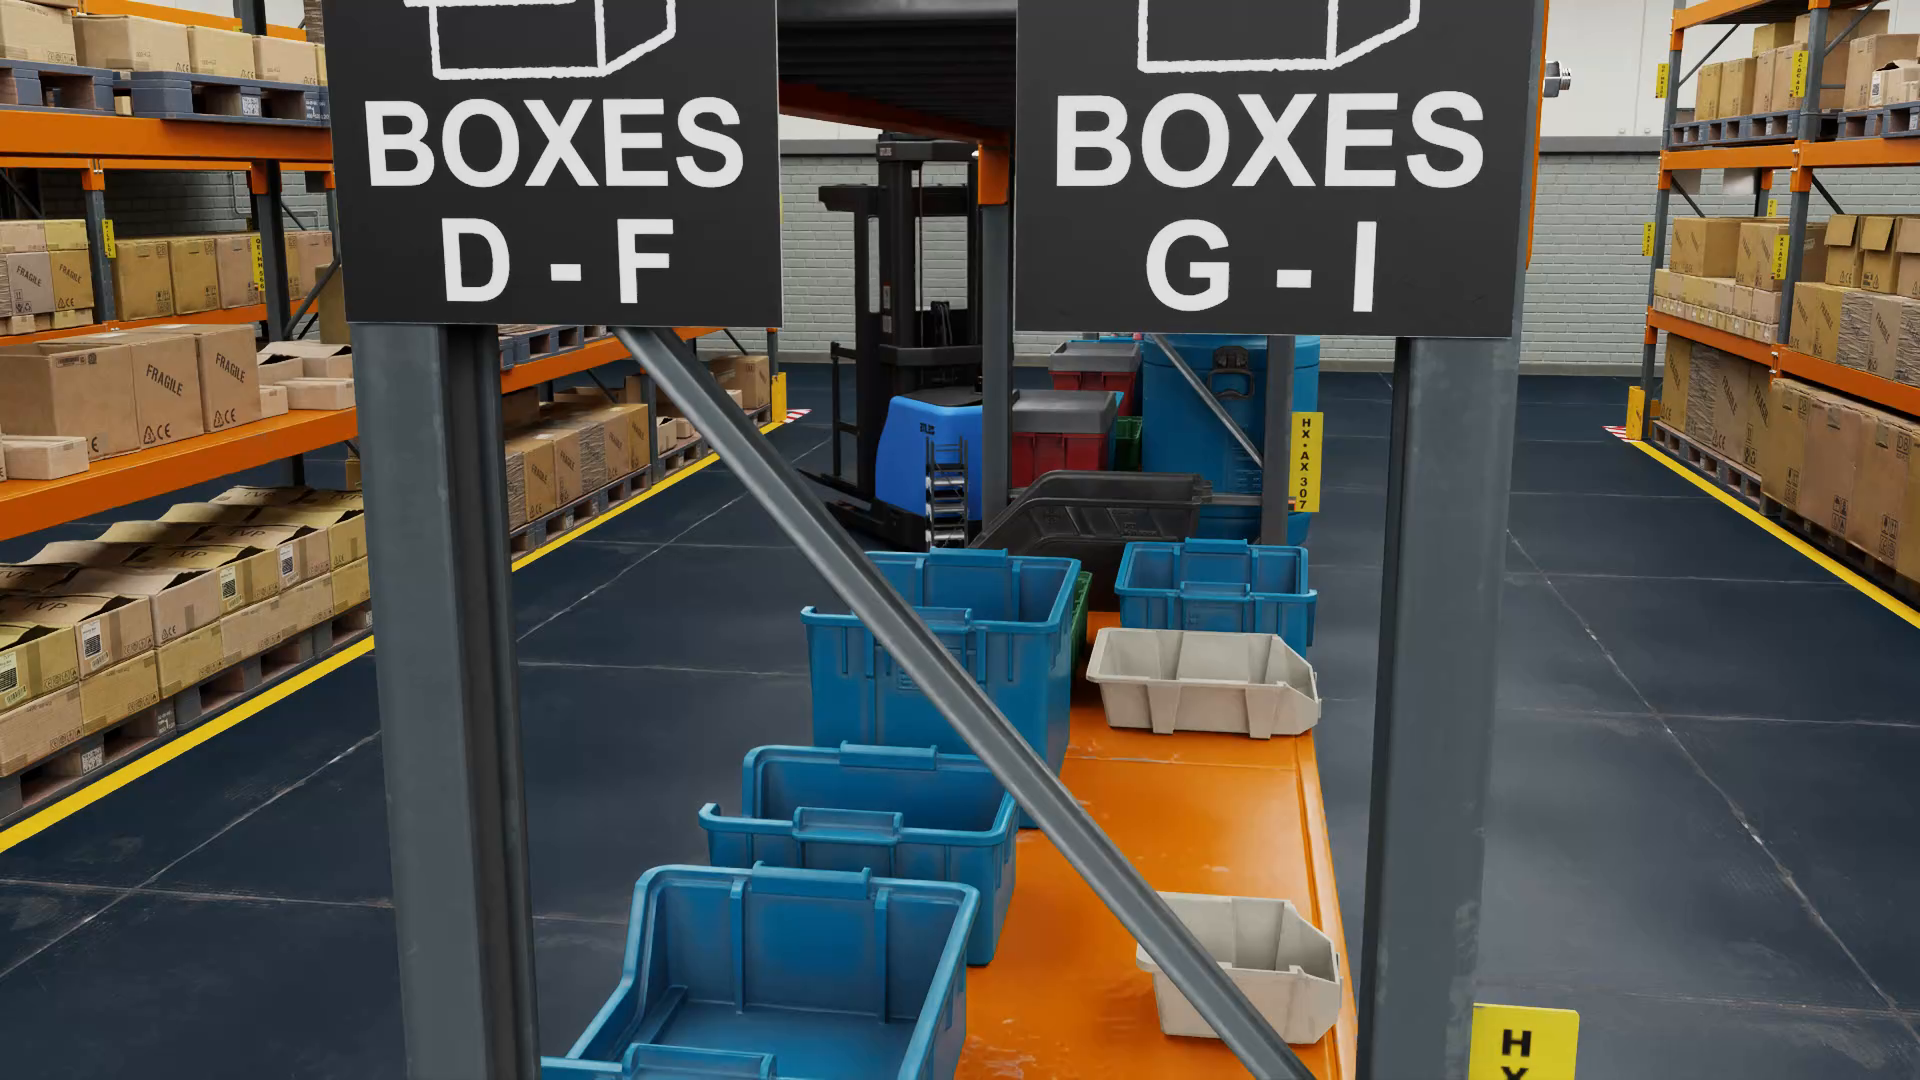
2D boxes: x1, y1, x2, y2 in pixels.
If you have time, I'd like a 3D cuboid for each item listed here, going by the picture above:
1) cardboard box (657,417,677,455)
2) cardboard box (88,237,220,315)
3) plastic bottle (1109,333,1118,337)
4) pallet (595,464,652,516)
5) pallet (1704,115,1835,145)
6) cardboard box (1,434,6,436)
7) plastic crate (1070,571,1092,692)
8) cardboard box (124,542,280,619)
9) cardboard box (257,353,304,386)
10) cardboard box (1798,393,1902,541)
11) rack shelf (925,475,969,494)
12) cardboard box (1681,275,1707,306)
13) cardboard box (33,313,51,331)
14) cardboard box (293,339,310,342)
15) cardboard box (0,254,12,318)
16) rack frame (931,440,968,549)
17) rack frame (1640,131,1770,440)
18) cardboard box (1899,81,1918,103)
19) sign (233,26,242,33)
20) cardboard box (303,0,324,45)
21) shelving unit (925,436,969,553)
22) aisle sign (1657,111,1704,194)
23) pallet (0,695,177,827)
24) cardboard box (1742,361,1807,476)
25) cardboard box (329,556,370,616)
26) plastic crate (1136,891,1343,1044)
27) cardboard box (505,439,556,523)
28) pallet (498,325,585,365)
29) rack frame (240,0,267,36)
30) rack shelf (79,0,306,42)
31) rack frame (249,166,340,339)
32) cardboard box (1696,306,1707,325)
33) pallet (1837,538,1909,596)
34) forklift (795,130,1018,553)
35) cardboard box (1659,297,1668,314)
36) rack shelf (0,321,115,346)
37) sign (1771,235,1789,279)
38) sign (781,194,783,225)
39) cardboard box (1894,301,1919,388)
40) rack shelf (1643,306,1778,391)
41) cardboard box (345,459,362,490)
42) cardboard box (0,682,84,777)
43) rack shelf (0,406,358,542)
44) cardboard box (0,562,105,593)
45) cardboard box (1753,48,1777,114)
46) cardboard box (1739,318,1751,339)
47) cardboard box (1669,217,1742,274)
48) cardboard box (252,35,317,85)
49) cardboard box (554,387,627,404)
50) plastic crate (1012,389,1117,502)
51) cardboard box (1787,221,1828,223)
[{"bbox_3d":[-2.809,-0.944,14.594,0.500,0.311,0.500,2,12,9],"label":"cardboard box"},{"bbox_3d":[-7.765,-2.534,15.919,0.980,0.700,0.700,2,12,7],"label":"cardboard box"},{"bbox_3d":[1.008,-1.248,10.943,0.061,0.283,0.133,2,12,9],"label":"plastic bottle"},{"bbox_3d":[-3.175,-0.430,13.486,1.003,0.211,1.213,2,12,9],"label":"pallet"},{"bbox_3d":[7.027,-3.488,14.148,1.003,0.211,1.213,2,12,9],"label":"pallet"},{"bbox_3d":[-4.364,-0.421,7.148,0.396,0.266,0.258,2,12,7],"label":"cardboard box"},{"bbox_3d":[0.089,0.240,4.262,0.450,0.188,0.662,2,12,9],"label":"plastic crate"},{"bbox_3d":[-3.772,0.169,8.290,0.500,0.311,0.500,2,12,10],"label":"cardboard box"},{"bbox_3d":[-4.031,-0.907,9.295,0.500,0.311,0.500,2,12,8],"label":"cardboard box"},{"bbox_3d":[6.486,-0.488,11.186,1.225,0.875,0.875,1,12,7],"label":"cardboard box"},{"bbox_3d":[-0.085,-0.362,10.842,0.258,0.077,0.200,-2,12,-9],"label":"rack shelf"},{"bbox_3d":[6.821,-2.242,14.928,0.500,0.250,0.500,1,12,7],"label":"cardboard box"},{"bbox_3d":[-7.854,-1.825,13.890,0.380,0.149,0.250,2,12,10],"label":"cardboard box"},{"bbox_3d":[-7.216,-2.075,17.897,0.380,0.149,0.250,2,12,8],"label":"cardboard box"},{"bbox_3d":[-7.959,-2.012,13.219,0.500,0.500,0.500,2,12,9],"label":"cardboard box"},{"bbox_3d":[-0.068,-0.198,10.775,0.240,0.900,0.006,-2,12,-9],"label":"rack frame"},{"bbox_3d":[7.316,-2.474,16.355,1.000,3.000,0.127,2,12,9],"label":"rack frame"},{"bbox_3d":[6.324,-2.885,10.741,0.380,0.149,0.250,1,12,6],"label":"cardboard box"},{"bbox_3d":[-4.238,-2.868,9.833,0.100,0.325,0.005,2,12,9],"label":"sign"},{"bbox_3d":[-3.629,-3.225,10.109,0.500,0.500,0.500,2,12,9],"label":"cardboard box"},{"bbox_3d":[-0.085,-0.219,10.873,0.258,0.900,0.210,-2,12,-9],"label":"shelving unit"},{"bbox_3d":[7.031,-3.770,16.195,0.394,0.787,0.004,2,12,9],"label":"aisle sign"},{"bbox_3d":[-4.243,0.910,7.268,1.003,0.211,1.213,2,12,9],"label":"pallet"},{"bbox_3d":[6.881,-0.943,13.296,0.875,0.875,0.875,2,12,9],"label":"cardboard box"},{"bbox_3d":[-3.618,0.233,9.322,0.500,0.250,0.500,2,12,8],"label":"cardboard box"},{"bbox_3d":[0.417,0.649,2.488,0.298,0.136,0.250,2,12,9],"label":"plastic crate"},{"bbox_3d":[-3.193,-0.423,11.724,0.500,0.500,0.500,2,12,8],"label":"cardboard box"},{"bbox_3d":[-3.408,-1.442,12.020,1.003,0.211,1.213,2,12,9],"label":"pallet"},{"bbox_3d":[-3.702,-4.063,9.488,1.000,3.000,0.127,2,12,9],"label":"rack frame"},{"bbox_3d":[-7.675,-4.925,16.143,1.077,0.370,4.000,2,12,9],"label":"rack shelf"},{"bbox_3d":[-7.367,-2.956,18.589,1.000,3.000,0.127,2,12,9],"label":"rack frame"},{"bbox_3d":[6.700,-1.968,14.602,0.380,0.149,0.250,2,12,7],"label":"cardboard box"},{"bbox_3d":[6.471,0.139,10.846,1.003,0.211,1.213,2,12,9],"label":"pallet"},{"bbox_3d":[-0.364,-1.564,12.294,1.130,2.935,3.031,-6,14,-27],"label":"forklift"},{"bbox_3d":[6.897,-2.235,15.840,0.380,0.149,0.250,2,12,8],"label":"cardboard box"},{"bbox_3d":[-8.290,-1.355,12.869,1.077,0.370,4.000,2,12,9],"label":"rack shelf"},{"bbox_3d":[6.152,-2.121,12.473,0.100,0.325,0.005,2,12,9],"label":"sign"},{"bbox_3d":[-1.926,-3.494,17.590,0.100,0.325,0.005,2,12,9],"label":"sign"},{"bbox_3d":[6.076,-1.180,10.113,0.500,0.500,0.500,1,12,7],"label":"cardboard box"},{"bbox_3d":[7.009,-1.706,14.499,1.077,0.370,4.000,2,12,9],"label":"rack shelf"},{"bbox_3d":[-3.790,-0.326,11.276,0.500,0.500,0.500,2,12,11],"label":"cardboard box"},{"bbox_3d":[-4.010,0.765,6.854,0.500,0.250,0.500,2,12,7],"label":"cardboard box"},{"bbox_3d":[-4.010,-0.363,8.264,1.077,0.370,4.000,2,12,9],"label":"rack shelf"},{"bbox_3d":[-4.385,0.261,7.862,0.500,0.311,0.500,2,12,8],"label":"cardboard box"},{"bbox_3d":[6.849,-3.688,13.393,0.700,0.500,0.500,3,12,12],"label":"cardboard box"},{"bbox_3d":[6.503,-1.700,13.358,0.380,0.149,0.250,2,12,8],"label":"cardboard box"},{"bbox_3d":[6.899,-2.718,15.354,0.500,0.500,0.500,2,12,7],"label":"cardboard box"},{"bbox_3d":[-3.779,-2.523,8.820,0.500,0.250,0.500,2,12,10],"label":"cardboard box"},{"bbox_3d":[-3.280,-1.084,14.794,0.500,0.500,0.500,2,12,9],"label":"cardboard box"},{"bbox_3d":[0.349,-0.279,6.015,0.402,0.464,0.583,2,12,9],"label":"plastic crate"},{"bbox_3d":[7.186,-2.382,13.798,0.500,0.500,0.500,1,12,7],"label":"cardboard box"}]
